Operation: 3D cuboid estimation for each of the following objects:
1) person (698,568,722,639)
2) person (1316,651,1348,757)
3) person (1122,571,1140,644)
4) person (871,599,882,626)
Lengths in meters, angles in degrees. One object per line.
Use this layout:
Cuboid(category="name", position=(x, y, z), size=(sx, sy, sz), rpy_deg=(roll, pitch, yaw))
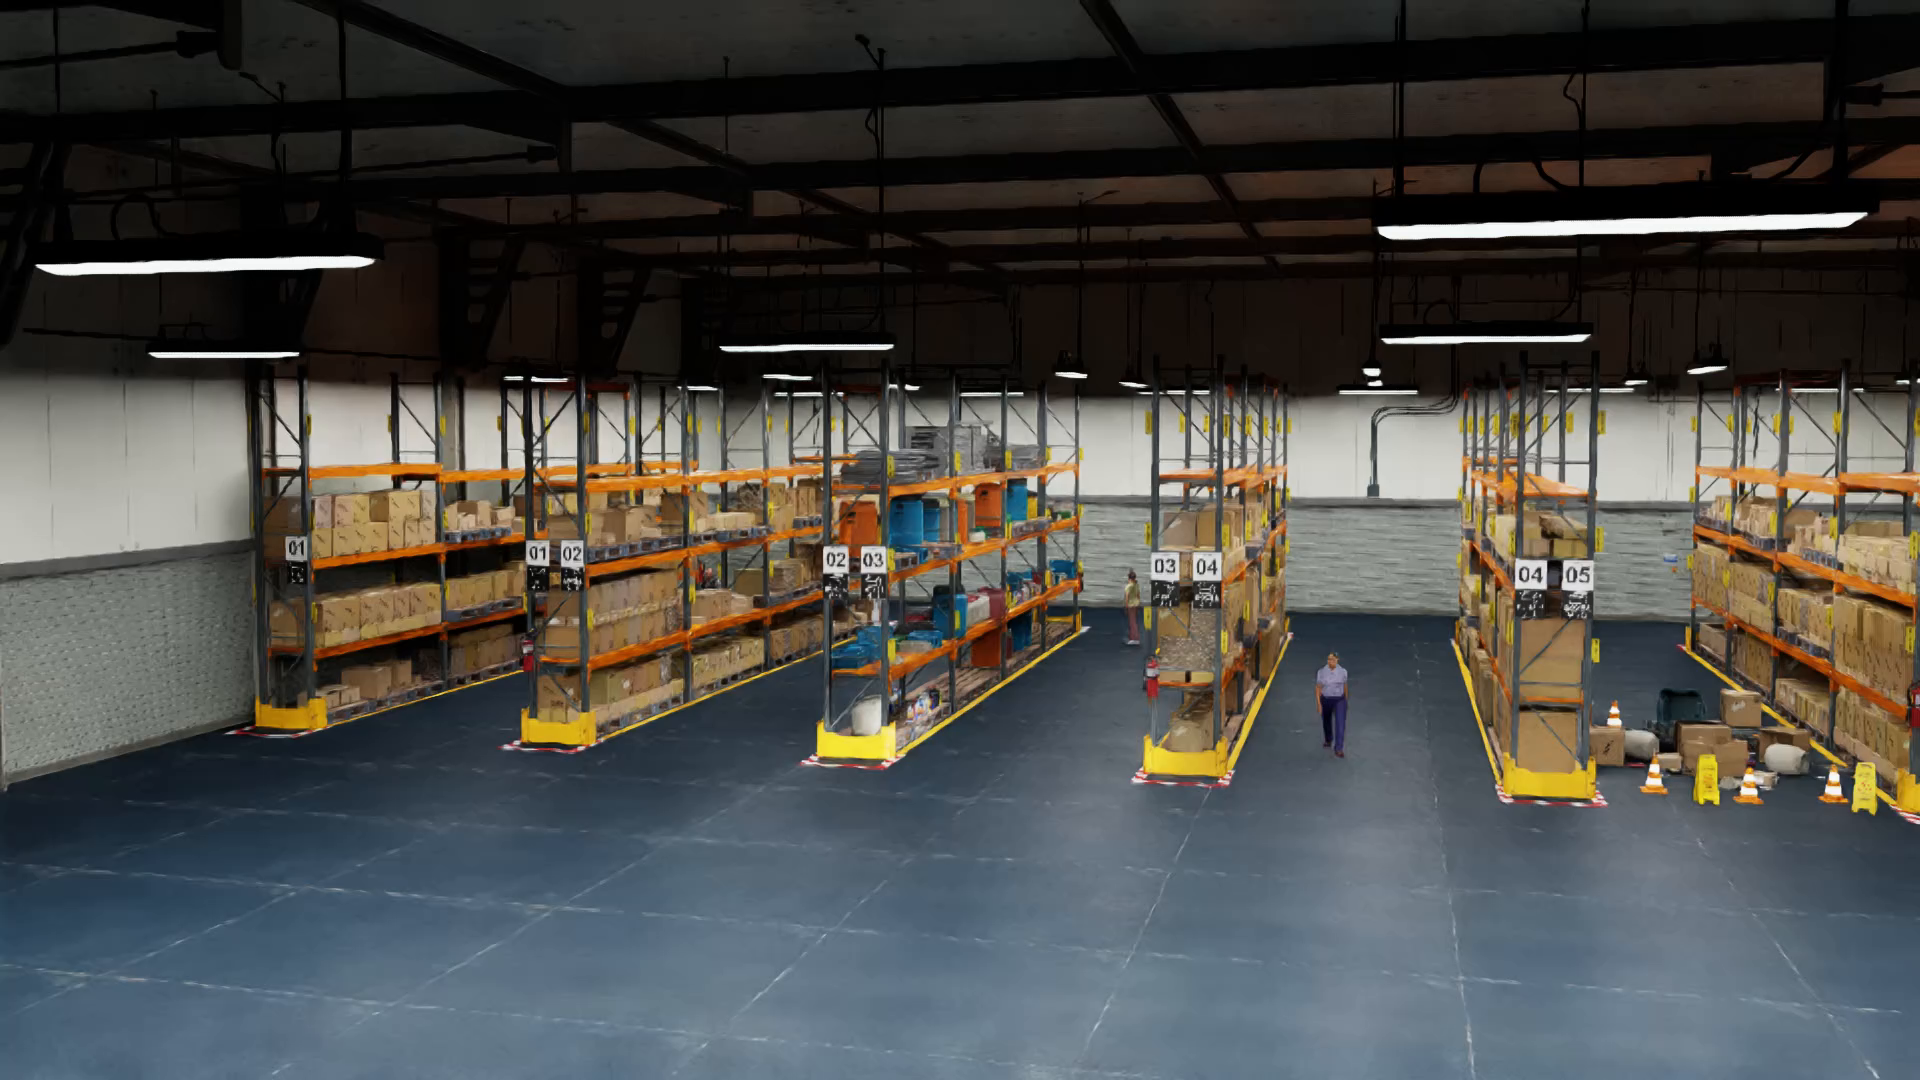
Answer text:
Cuboid(category="person", position=(-5.832, 1.479, 39.013), size=(0.555, 1.673, 1.030), rpy_deg=(1, 4, 13))
Cuboid(category="person", position=(5.658, 2.460, 25.324), size=(0.479, 1.567, 1.090), rpy_deg=(1, 4, 17))
Cuboid(category="person", position=(3.909, 1.530, 38.027), size=(0.577, 1.665, 0.554), rpy_deg=(3, 5, 36))
Cuboid(category="person", position=(-1.618, 1.702, 34.603), size=(0.468, 1.794, 0.625), rpy_deg=(-1, 4, -12))
